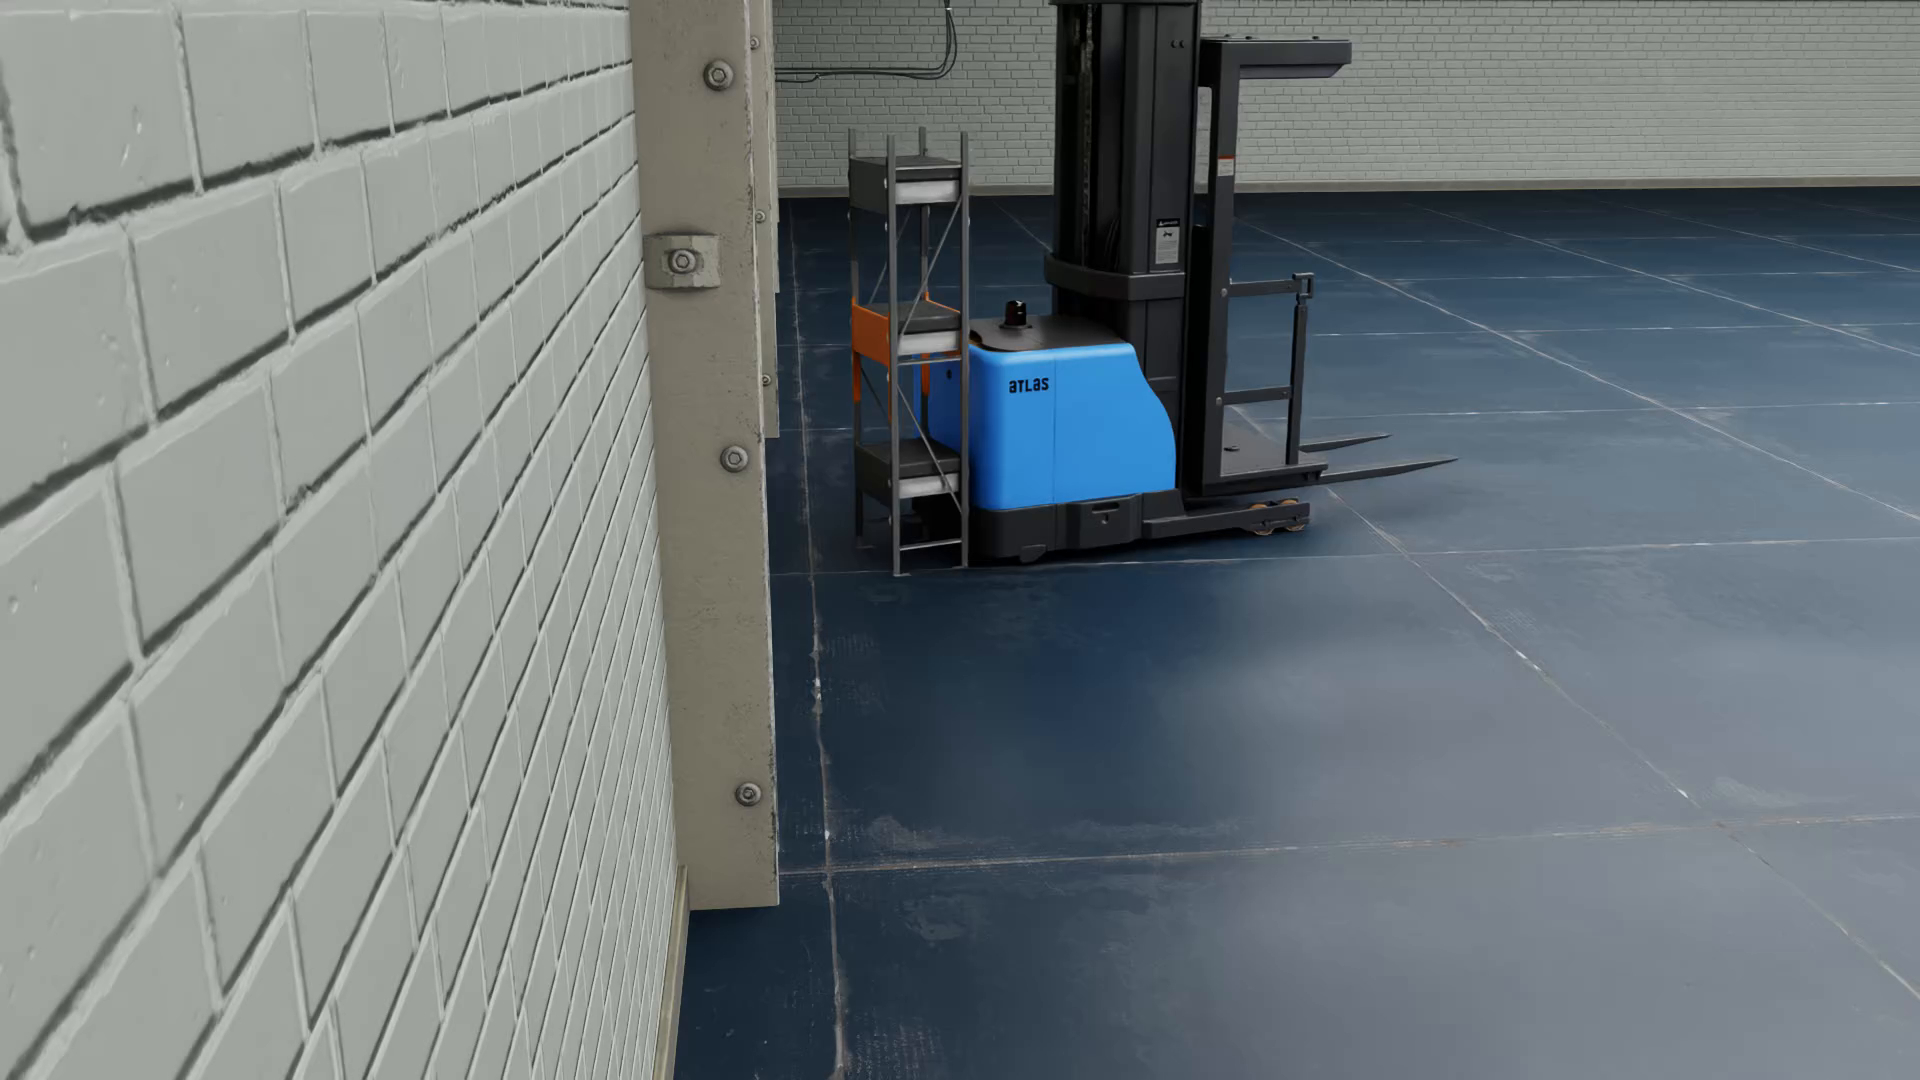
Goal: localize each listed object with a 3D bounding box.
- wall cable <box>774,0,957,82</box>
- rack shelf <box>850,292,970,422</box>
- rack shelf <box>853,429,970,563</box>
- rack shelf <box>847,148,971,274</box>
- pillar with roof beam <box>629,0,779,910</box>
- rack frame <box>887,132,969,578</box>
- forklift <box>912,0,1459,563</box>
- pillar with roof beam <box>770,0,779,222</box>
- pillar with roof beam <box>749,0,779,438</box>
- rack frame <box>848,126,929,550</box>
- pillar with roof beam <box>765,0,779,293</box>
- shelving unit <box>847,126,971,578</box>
[{"bbox_3d":[-1.575,-8.026,24.402,3.097,2.526,0.112,-2,18,-6],"label":"wall cable"},{"bbox_3d":[-0.245,-0.896,8.071,0.431,0.518,0.480,-8,19,-23],"label":"rack shelf"},{"bbox_3d":[-0.245,-0.228,8.280,0.431,0.518,0.480,-8,19,-23],"label":"rack shelf"},{"bbox_3d":[-0.245,-1.564,7.861,0.431,0.518,0.480,-8,19,-23],"label":"rack shelf"},{"bbox_3d":[3.552,-3.359,4.353,9.100,9.000,0.400,-2,18,-6],"label":"pillar with roof beam"},{"bbox_3d":[-0.144,-0.842,7.855,0.400,2.100,0.015,-8,19,-23],"label":"rack frame"},{"bbox_3d":[1.303,-1.557,8.742,3.031,2.935,1.130,-7,19,-23],"label":"forklift"},{"bbox_3d":[1.696,-8.722,21.435,9.100,9.000,0.400,-2,18,-6],"label":"pillar with roof beam"},{"bbox_3d":[2.934,-5.147,10.047,9.100,9.000,0.400,-2,18,-6],"label":"pillar with roof beam"},{"bbox_3d":[-0.346,-0.975,8.278,0.400,2.100,0.015,-8,19,-23],"label":"rack frame"},{"bbox_3d":[2.315,-6.934,15.741,9.100,9.000,0.400,-2,18,-6],"label":"pillar with roof beam"},{"bbox_3d":[-0.245,-0.909,8.066,0.431,2.100,0.503,-8,19,-23],"label":"shelving unit"}]
